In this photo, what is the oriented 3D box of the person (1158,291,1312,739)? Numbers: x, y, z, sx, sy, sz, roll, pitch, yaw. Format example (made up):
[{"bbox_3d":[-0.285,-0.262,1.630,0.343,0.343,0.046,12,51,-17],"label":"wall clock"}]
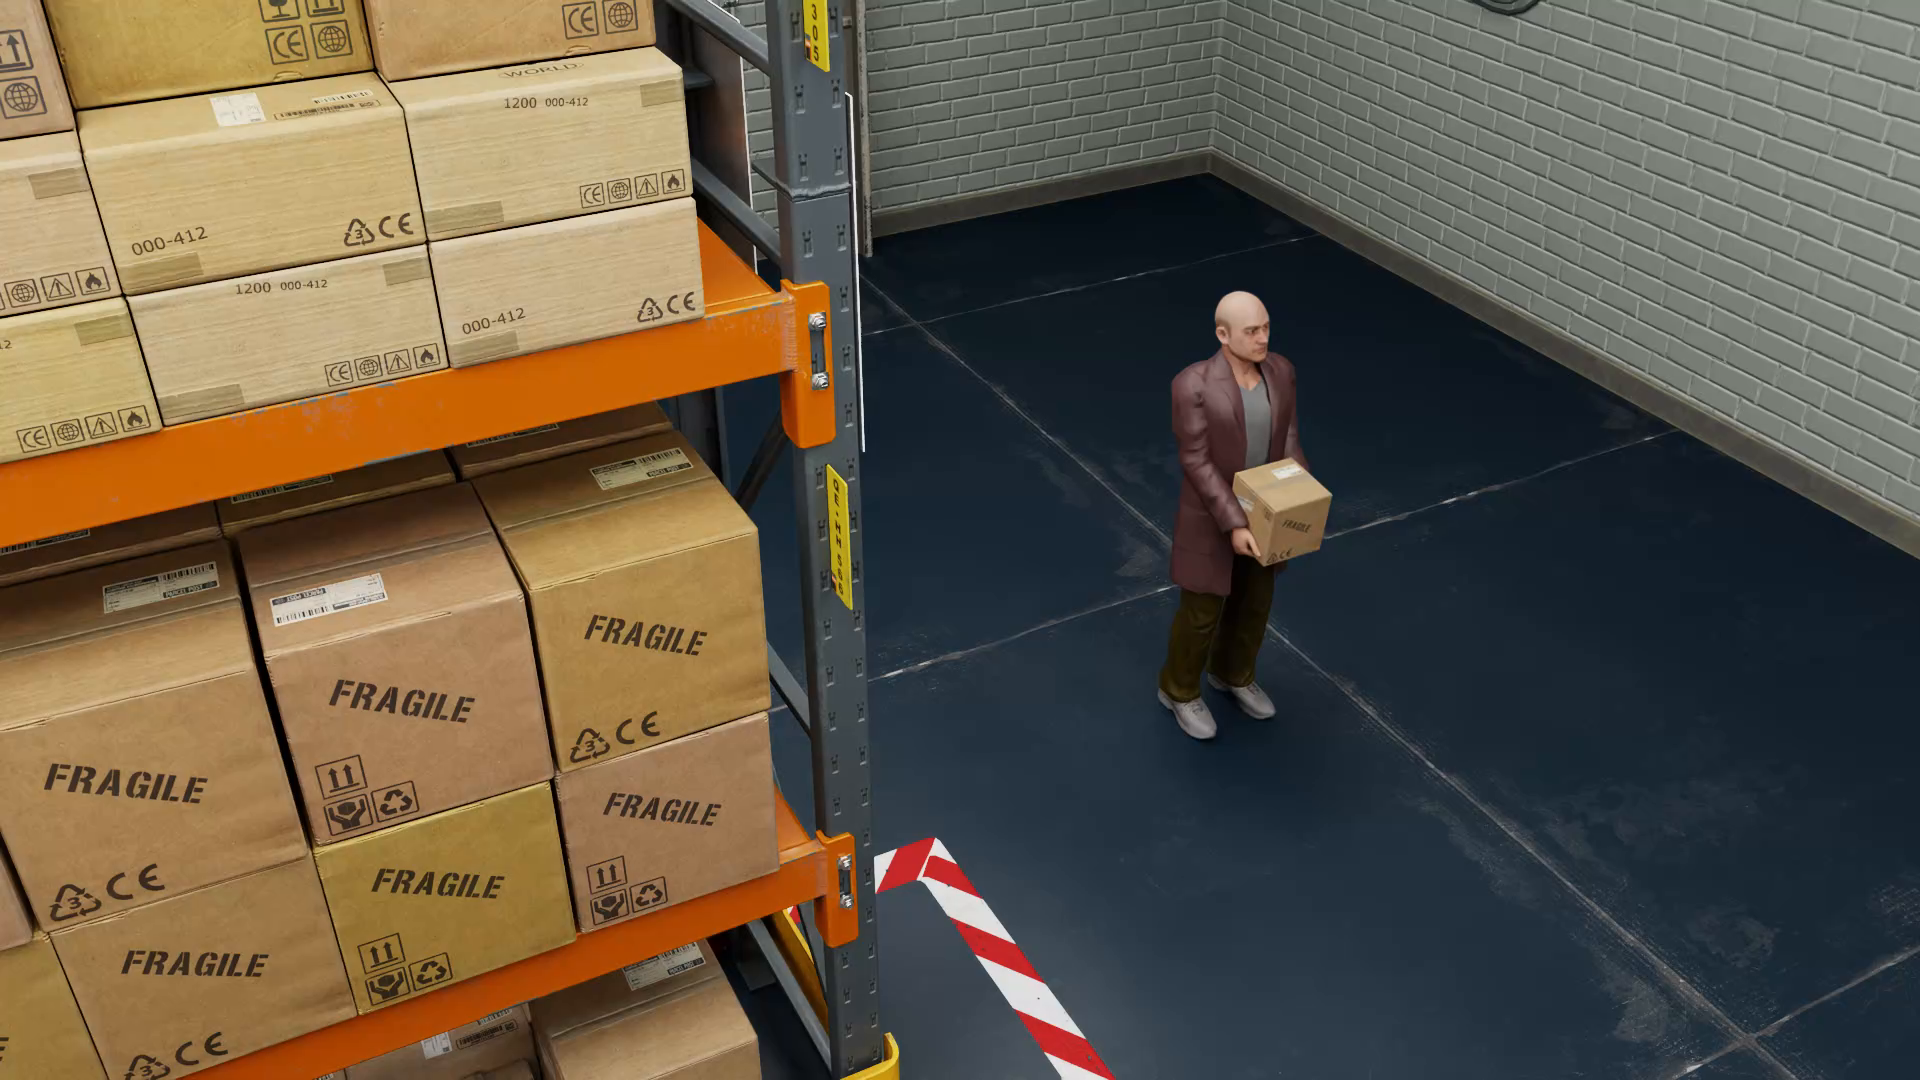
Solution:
[{"bbox_3d":[1.066,-0.039,6.219,0.531,1.769,0.555,-15,36,-23],"label":"person"}]
